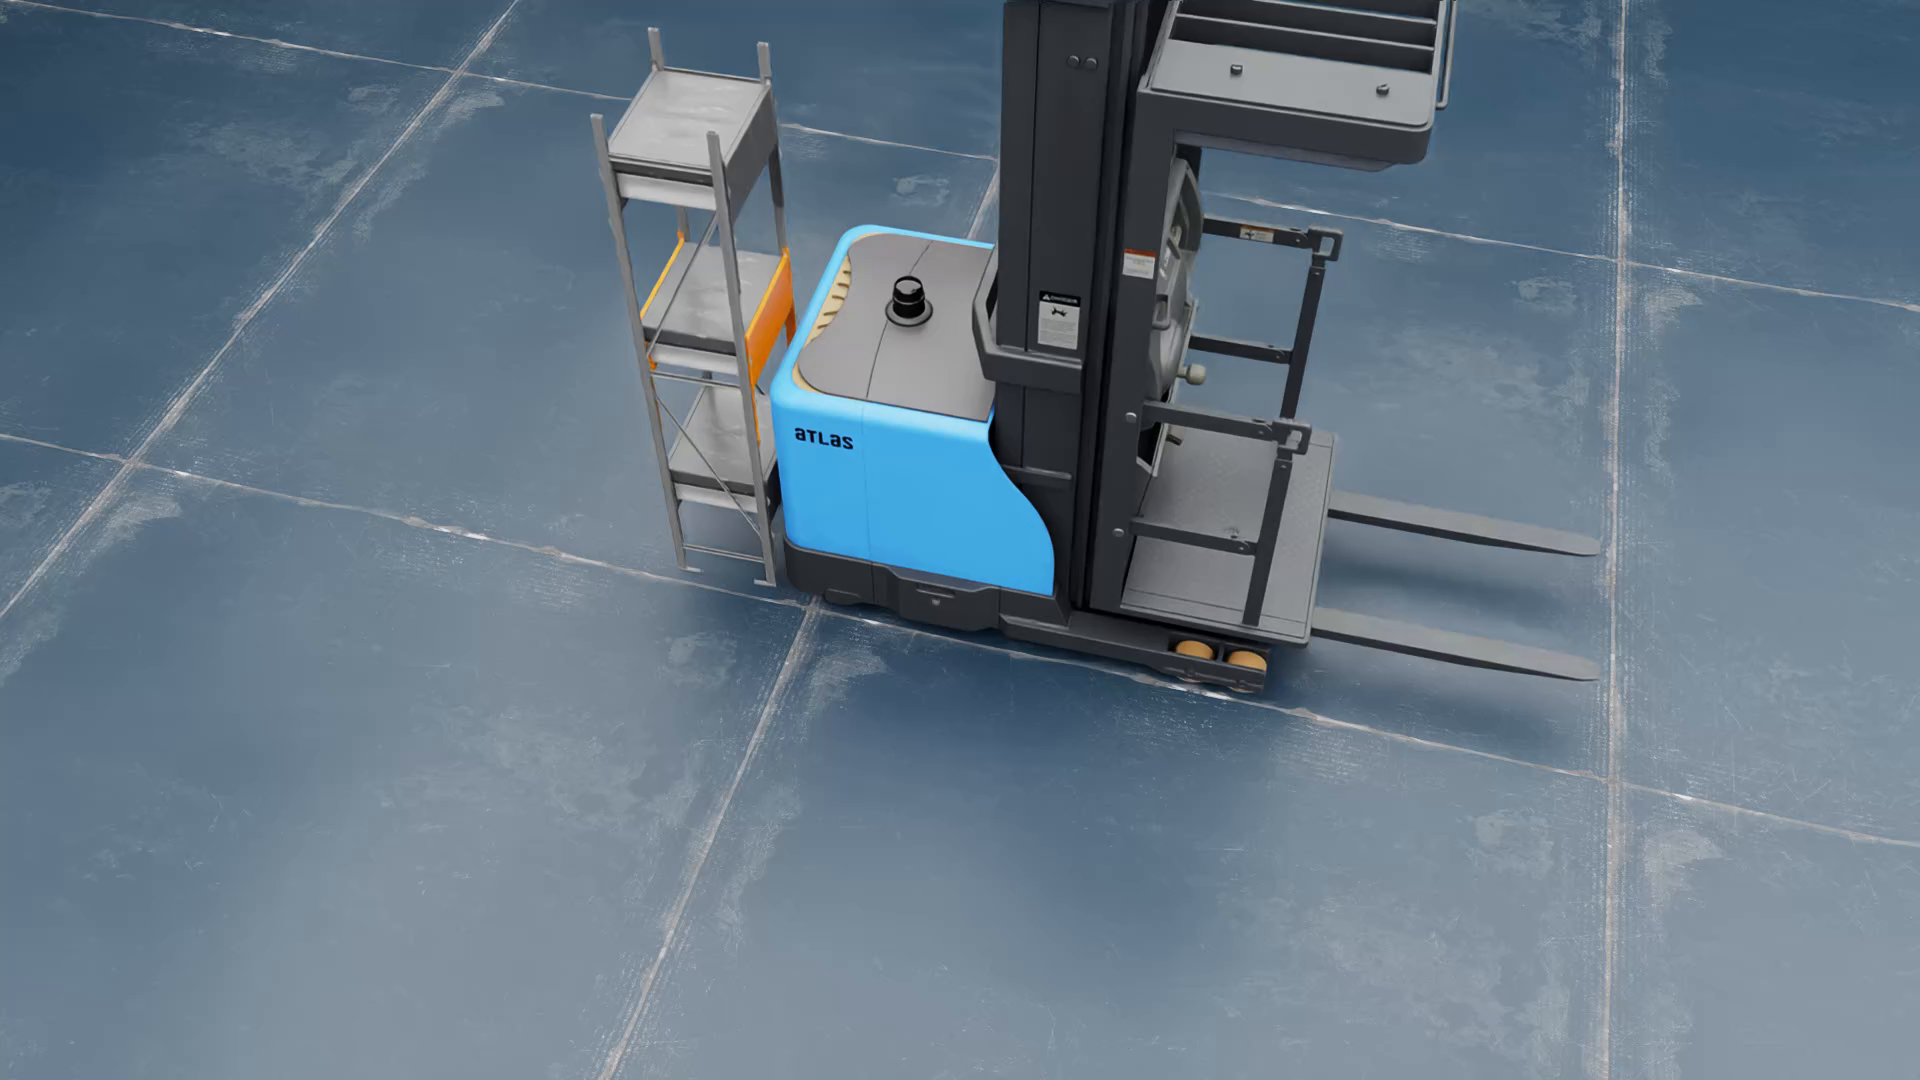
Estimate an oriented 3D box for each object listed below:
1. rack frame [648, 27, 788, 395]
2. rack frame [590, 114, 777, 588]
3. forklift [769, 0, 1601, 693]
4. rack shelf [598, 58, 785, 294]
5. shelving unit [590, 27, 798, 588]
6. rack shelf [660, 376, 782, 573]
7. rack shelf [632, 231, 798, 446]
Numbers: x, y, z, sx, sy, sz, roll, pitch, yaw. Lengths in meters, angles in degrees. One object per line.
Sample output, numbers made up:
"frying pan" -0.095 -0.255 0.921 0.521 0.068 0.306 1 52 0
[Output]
"rack frame" -0.801 -0.904 6.066 0.400 2.100 0.015 10 49 9
"rack frame" -0.913 -0.548 5.752 0.400 2.100 0.015 10 49 9
"forklift" 0.901 -0.847 5.462 3.031 2.935 1.130 11 49 9
"rack shelf" -0.857 -1.180 5.394 0.431 0.518 0.480 10 49 9
"shelving unit" -0.857 -0.726 5.909 0.431 2.100 0.503 10 49 9
"rack shelf" -0.857 -0.253 6.444 0.431 0.518 0.480 10 49 9
"rack shelf" -0.857 -0.717 5.919 0.431 0.518 0.480 10 49 9
